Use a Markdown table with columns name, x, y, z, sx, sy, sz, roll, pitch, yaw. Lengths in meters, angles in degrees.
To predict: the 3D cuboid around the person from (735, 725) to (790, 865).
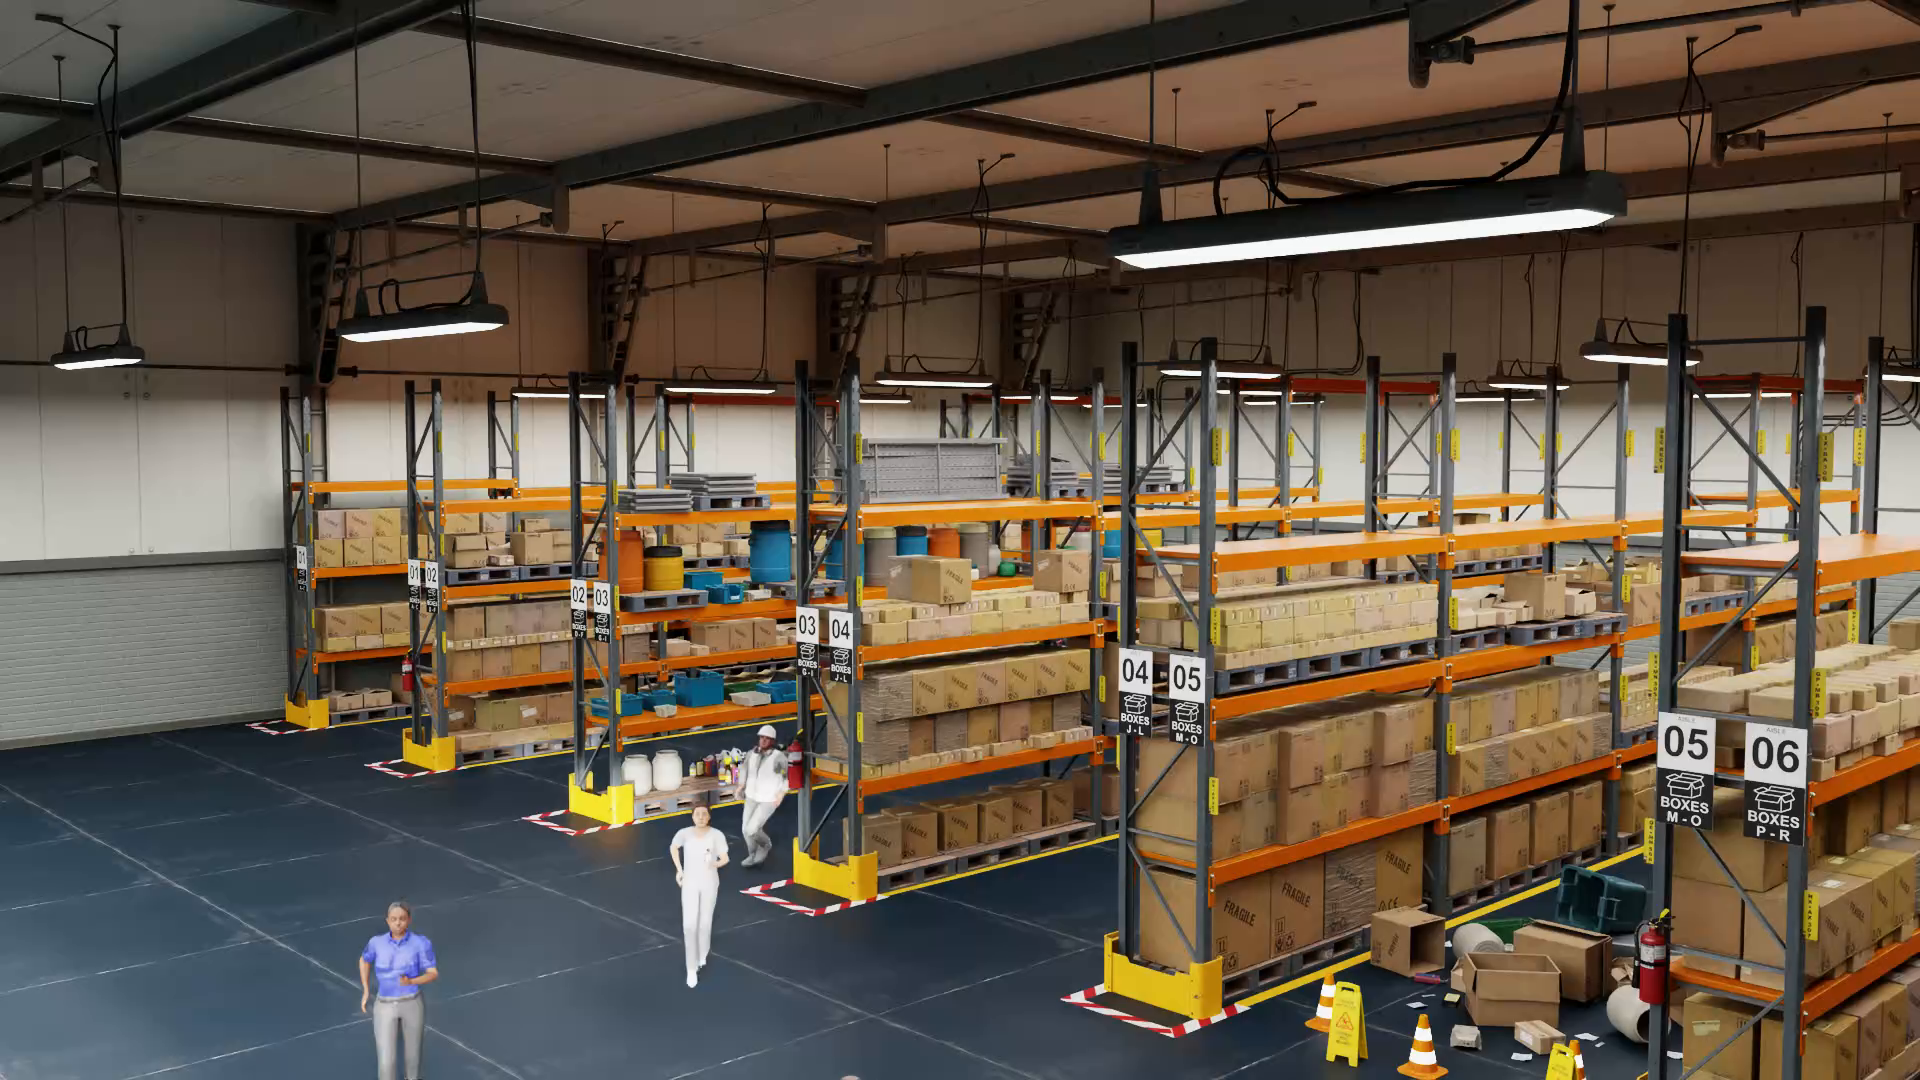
| name | x | y | z | sx | sy | sz | roll | pitch | yaw |
| --- | --- | --- | --- | --- | --- | --- | --- | --- | --- |
| person | -2.353 | 3.052 | 19.709 | 0.713 | 1.711 | 0.544 | 2 | 4 | 30 |

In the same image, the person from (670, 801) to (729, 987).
| name | x | y | z | sx | sy | sz | roll | pitch | yaw |
| --- | --- | --- | --- | --- | --- | --- | --- | --- | --- |
| person | -2.465 | 3.327 | 15.787 | 0.545 | 1.723 | 0.755 | -1 | 4 | -12 |

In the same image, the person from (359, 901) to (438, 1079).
| name | x | y | z | sx | sy | sz | roll | pitch | yaw |
| --- | --- | --- | --- | --- | --- | --- | --- | --- | --- |
| person | -4.179 | 3.536 | 12.400 | 0.559 | 1.674 | 0.851 | -1 | 4 | -19 |
